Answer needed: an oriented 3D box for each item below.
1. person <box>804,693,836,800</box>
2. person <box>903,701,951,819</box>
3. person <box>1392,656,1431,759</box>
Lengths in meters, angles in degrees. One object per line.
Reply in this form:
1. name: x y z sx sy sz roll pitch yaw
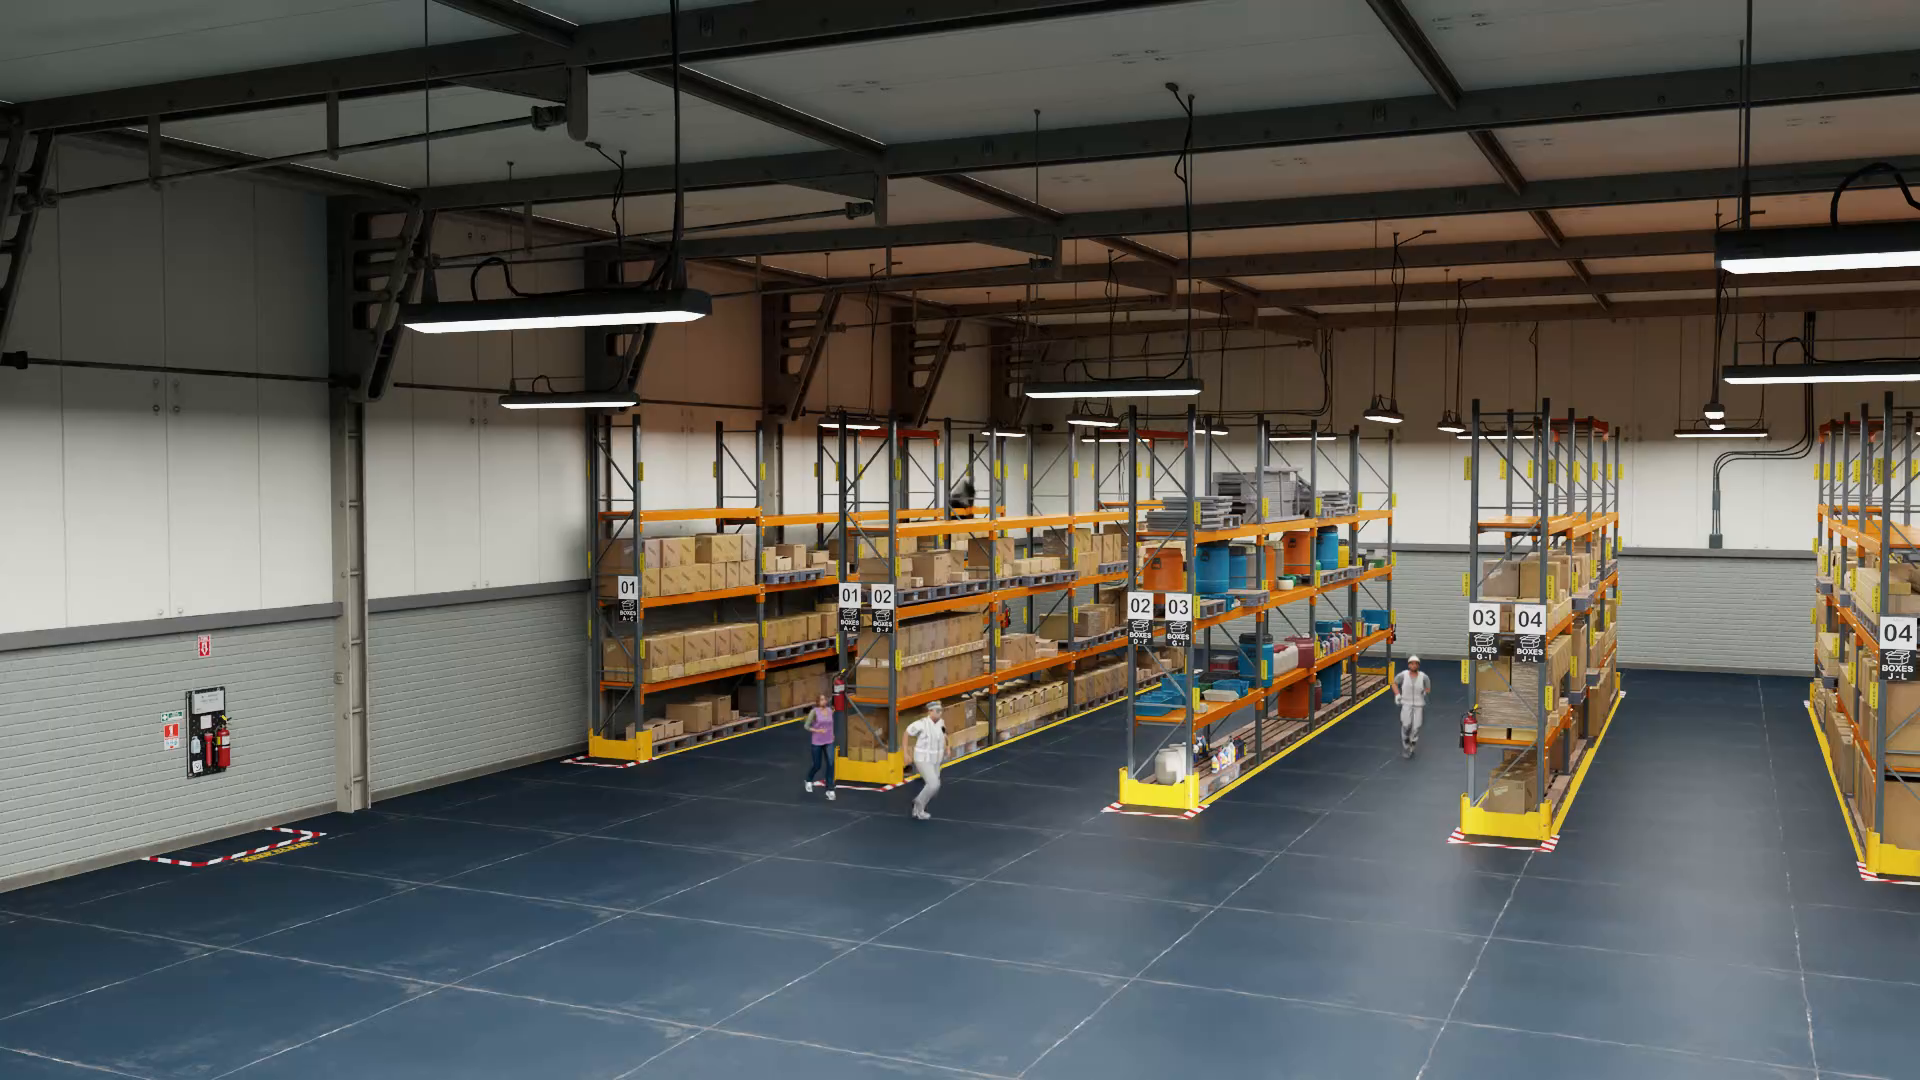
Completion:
1. person: -2.145 3.147 25.526 0.525 1.611 0.766 -1 3 -30
2. person: -0.430 3.155 23.849 0.677 1.727 0.671 2 3 40
3. person: 7.898 2.922 29.024 0.632 1.804 0.721 0 2 8
